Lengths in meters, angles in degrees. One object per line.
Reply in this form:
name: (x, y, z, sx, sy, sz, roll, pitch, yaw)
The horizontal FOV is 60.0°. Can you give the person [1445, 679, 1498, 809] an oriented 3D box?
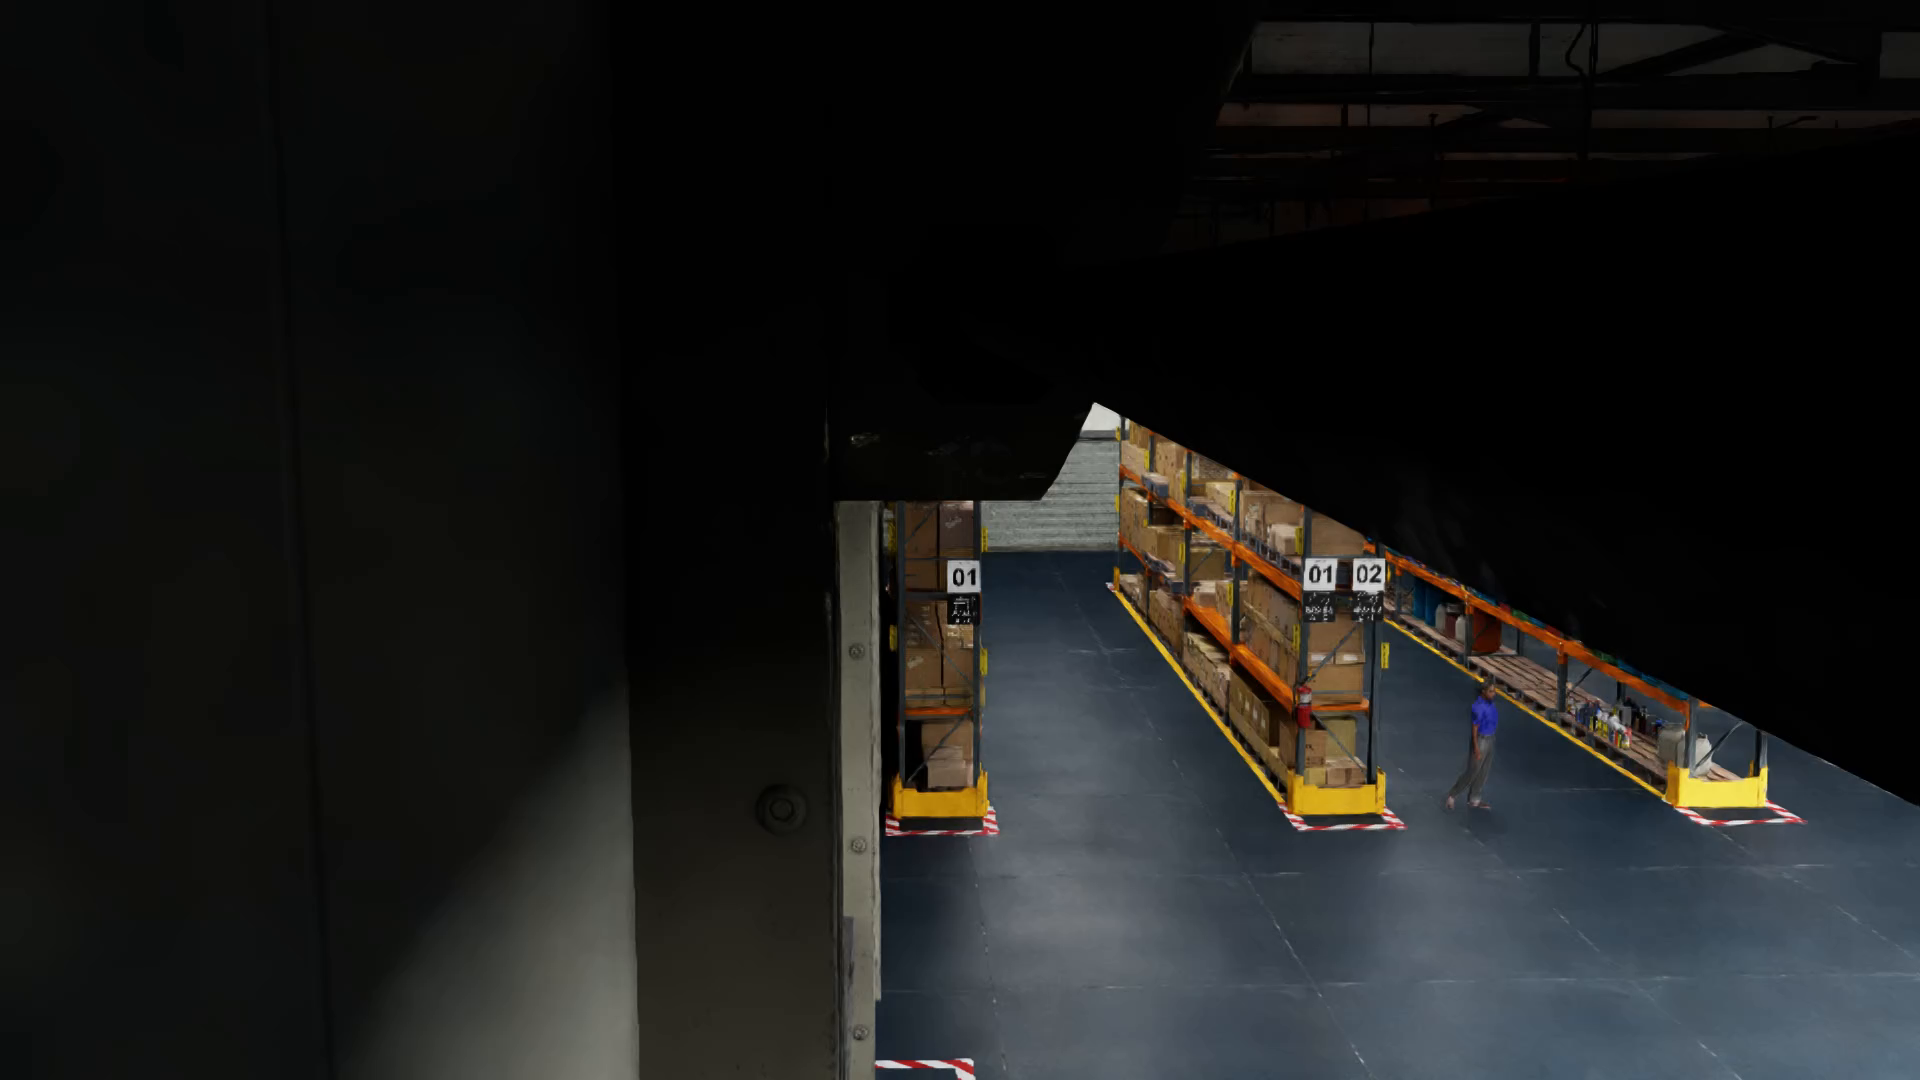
person: (6.388, 2.550, 20.714, 0.471, 1.650, 0.650, 8, 11, 44)
